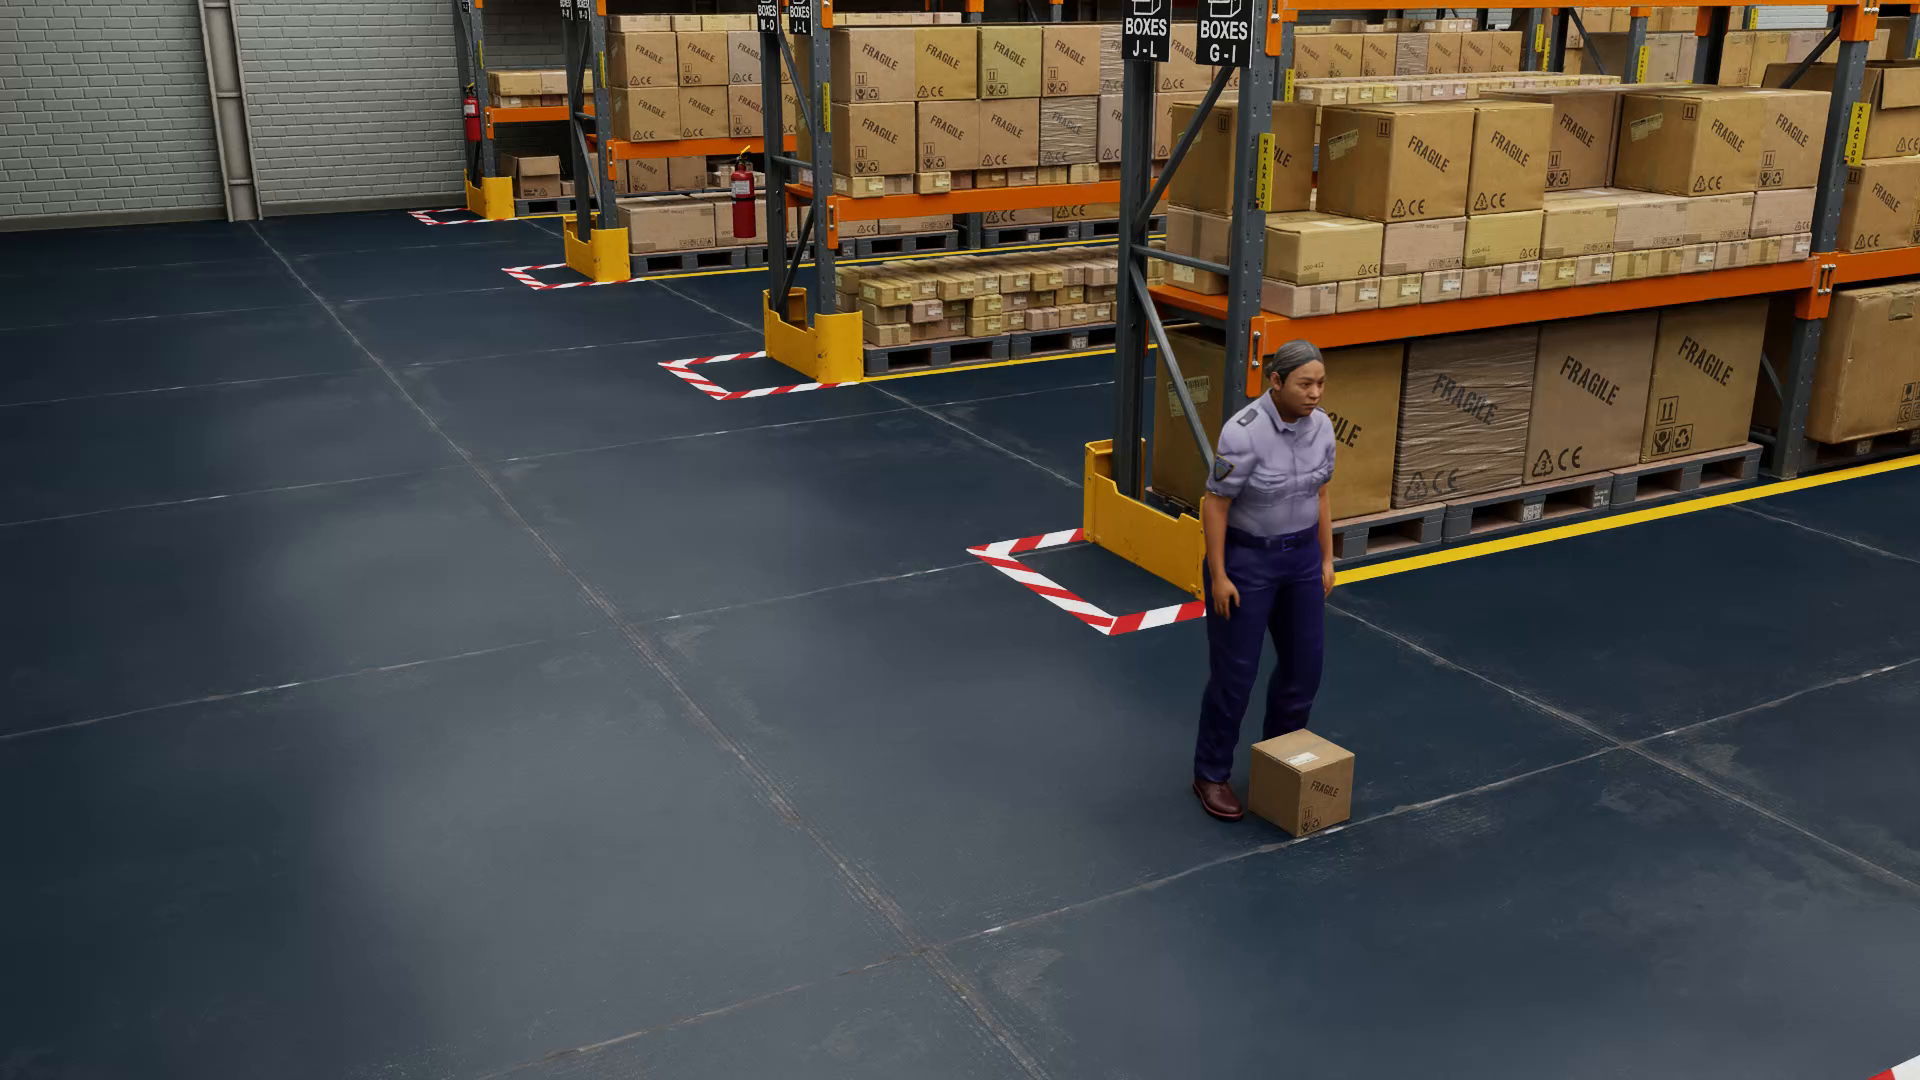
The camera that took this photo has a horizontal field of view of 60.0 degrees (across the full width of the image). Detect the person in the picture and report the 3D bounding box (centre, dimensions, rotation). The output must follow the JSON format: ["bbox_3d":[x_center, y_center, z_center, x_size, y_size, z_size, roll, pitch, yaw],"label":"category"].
[{"bbox_3d":[1.079,0.122,5.710,0.538,1.652,0.380,-10,21,-26],"label":"person"}]
